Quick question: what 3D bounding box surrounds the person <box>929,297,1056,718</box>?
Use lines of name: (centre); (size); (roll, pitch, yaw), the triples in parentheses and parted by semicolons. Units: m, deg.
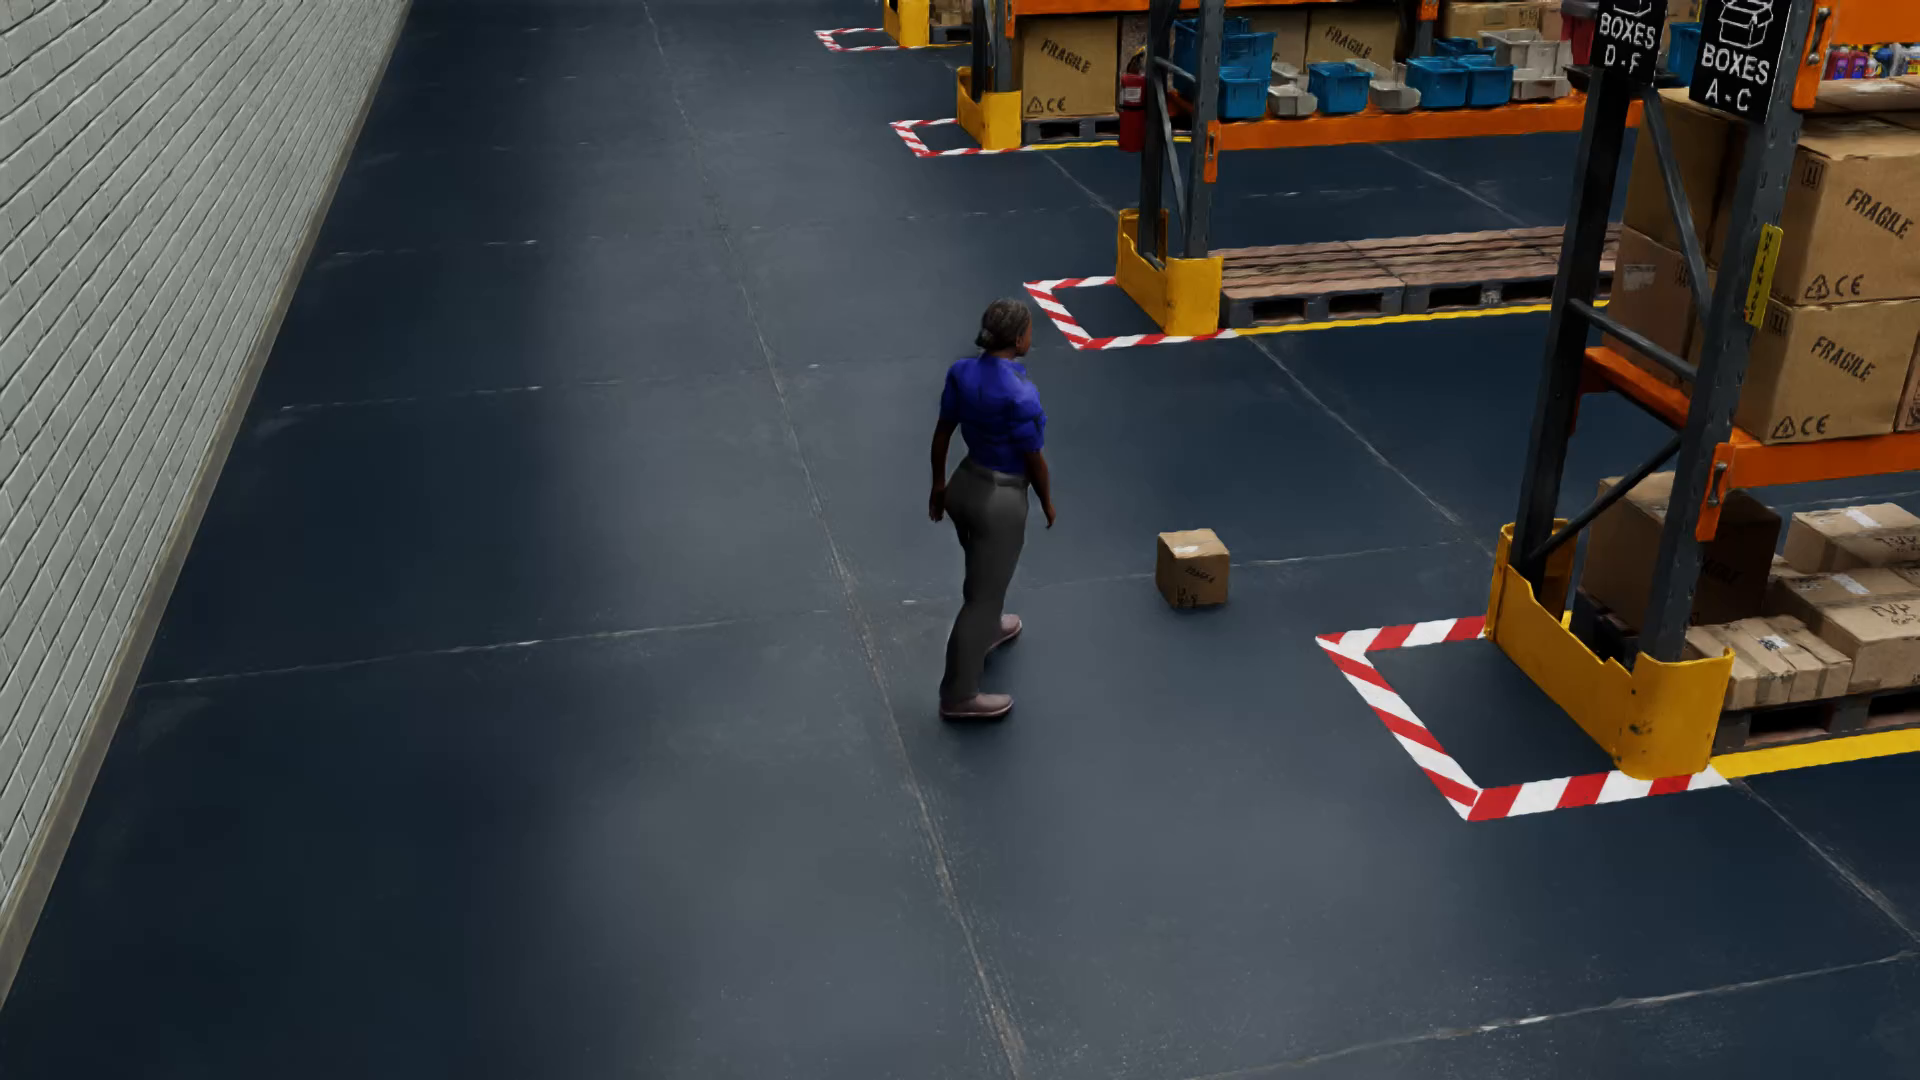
person: (0.114, -0.173, 6.457); (0.686, 1.626, 0.578); (-18, 32, -31)
